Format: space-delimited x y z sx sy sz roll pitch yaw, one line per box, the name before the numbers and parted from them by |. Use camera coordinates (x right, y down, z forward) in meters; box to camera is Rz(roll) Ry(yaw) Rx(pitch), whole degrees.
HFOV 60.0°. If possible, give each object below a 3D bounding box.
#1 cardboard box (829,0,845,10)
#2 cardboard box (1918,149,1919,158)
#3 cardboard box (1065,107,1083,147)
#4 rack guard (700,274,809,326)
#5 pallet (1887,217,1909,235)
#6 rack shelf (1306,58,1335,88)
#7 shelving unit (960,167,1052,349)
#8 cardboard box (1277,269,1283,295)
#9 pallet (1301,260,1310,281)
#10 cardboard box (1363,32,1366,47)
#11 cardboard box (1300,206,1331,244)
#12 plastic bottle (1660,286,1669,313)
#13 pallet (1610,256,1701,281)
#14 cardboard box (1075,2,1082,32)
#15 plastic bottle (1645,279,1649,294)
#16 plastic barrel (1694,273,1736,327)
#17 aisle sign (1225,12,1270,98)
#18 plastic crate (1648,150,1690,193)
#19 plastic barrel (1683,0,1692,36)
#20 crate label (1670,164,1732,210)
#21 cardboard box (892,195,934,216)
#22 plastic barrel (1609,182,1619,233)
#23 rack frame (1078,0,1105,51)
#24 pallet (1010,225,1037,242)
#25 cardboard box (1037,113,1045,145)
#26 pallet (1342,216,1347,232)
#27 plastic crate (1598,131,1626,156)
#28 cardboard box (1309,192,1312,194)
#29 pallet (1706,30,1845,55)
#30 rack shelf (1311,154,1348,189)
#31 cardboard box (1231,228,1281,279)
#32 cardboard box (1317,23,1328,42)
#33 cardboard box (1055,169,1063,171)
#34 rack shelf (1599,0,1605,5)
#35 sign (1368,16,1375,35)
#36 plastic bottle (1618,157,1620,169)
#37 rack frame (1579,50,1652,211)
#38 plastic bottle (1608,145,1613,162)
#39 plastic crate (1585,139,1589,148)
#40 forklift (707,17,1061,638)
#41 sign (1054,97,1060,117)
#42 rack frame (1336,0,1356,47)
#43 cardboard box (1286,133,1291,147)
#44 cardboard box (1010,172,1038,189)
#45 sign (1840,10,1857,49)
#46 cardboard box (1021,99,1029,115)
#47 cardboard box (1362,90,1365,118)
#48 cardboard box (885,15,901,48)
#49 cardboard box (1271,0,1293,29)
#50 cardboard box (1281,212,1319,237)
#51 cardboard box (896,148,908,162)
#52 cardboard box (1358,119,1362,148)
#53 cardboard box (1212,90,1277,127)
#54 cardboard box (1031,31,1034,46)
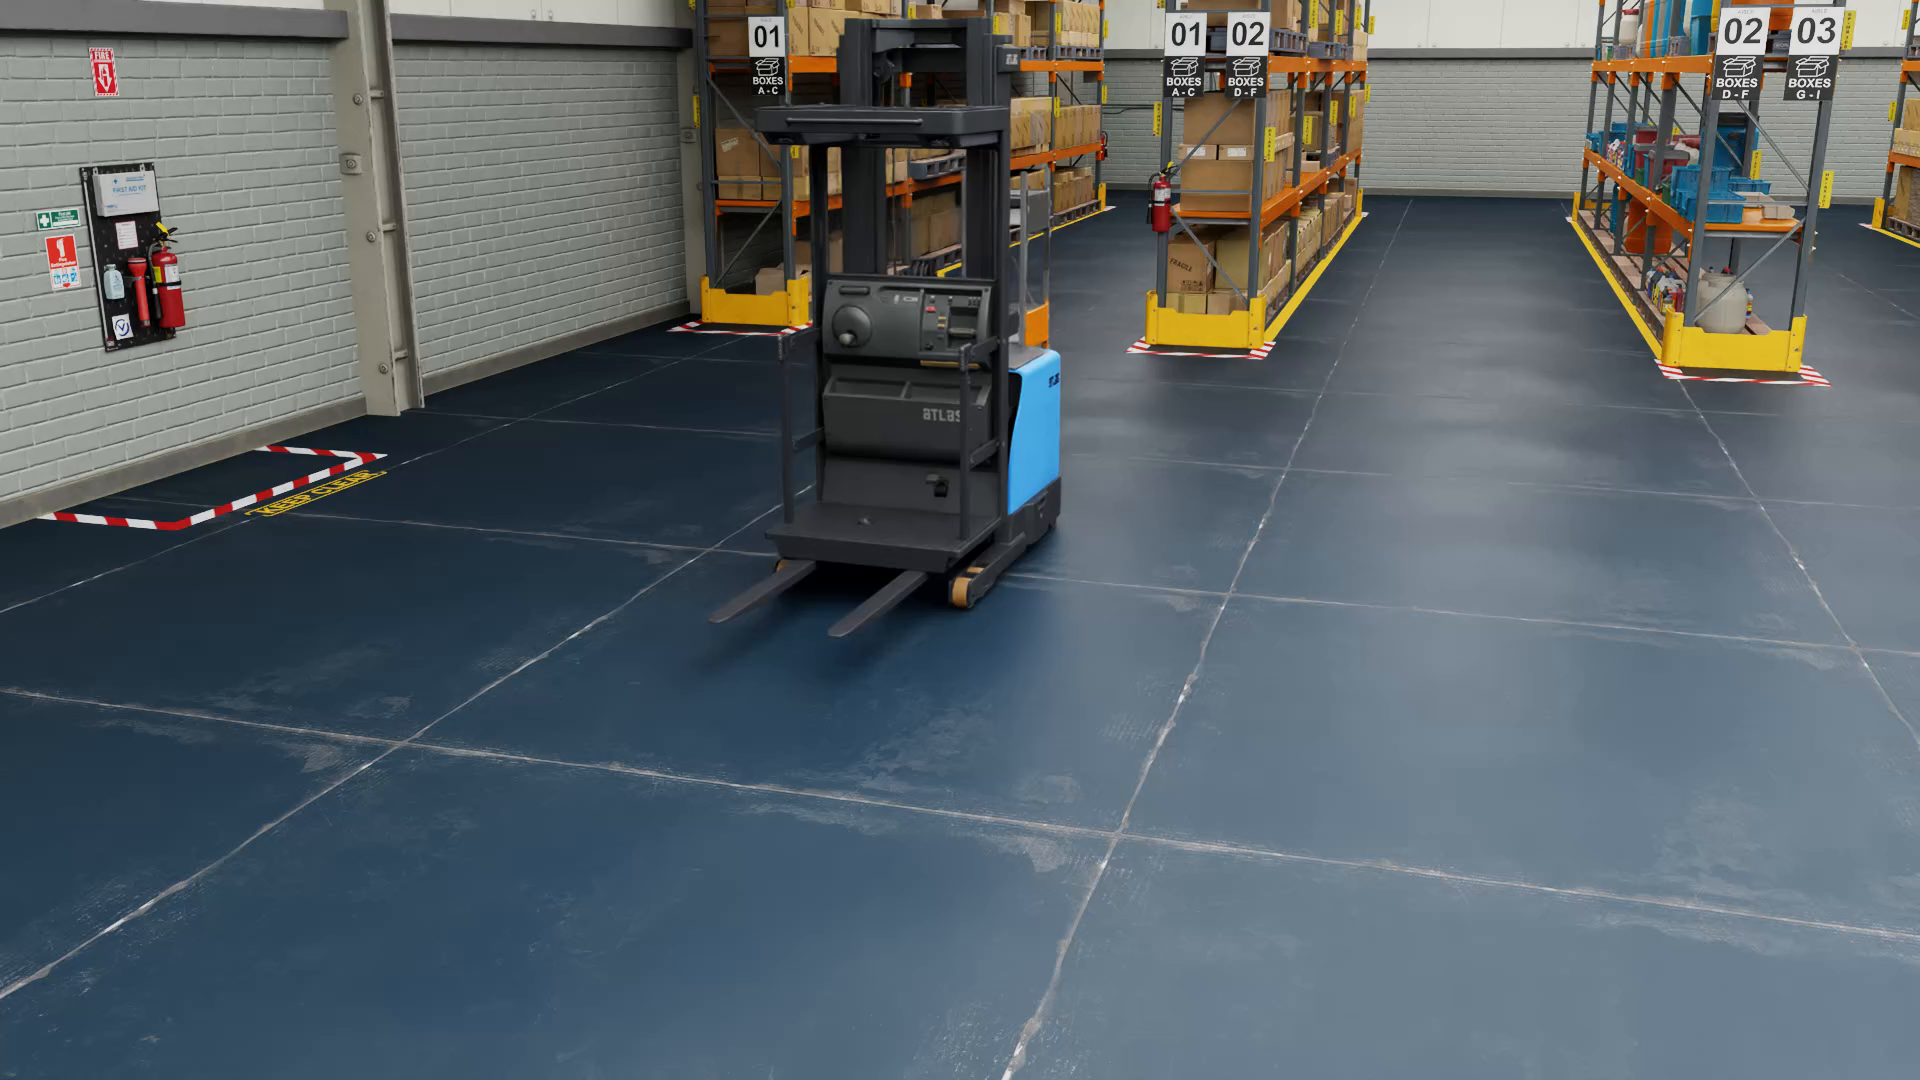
cardboard box | -1.604 -6.145 18.447 0.500 0.500 0.500 5 17 17
cardboard box | 15.596 -6.193 26.627 0.380 0.149 0.250 5 17 17
cardboard box | 1.718 -7.625 30.665 0.980 0.700 0.700 4 16 13
rack guard | -2.251 -2.636 18.207 1.175 0.500 0.348 5 16 16
pallet | 16.370 -5.296 28.113 1.003 0.211 1.213 5 16 16
rack shelf | 4.183 -6.102 21.668 1.077 0.370 4.000 5 16 16
shelving unit | 0.283 -1.232 10.325 0.431 2.100 0.503 5 17 19
cardboard box | 3.413 -2.961 19.041 0.500 0.250 0.500 5 16 16
pallet | 4.132 -3.657 22.334 1.003 0.211 1.213 5 16 16
cardboard box | 6.982 -8.948 29.741 0.500 0.250 0.500 5 16 16
cardboard box | 5.155 -4.635 24.447 0.500 0.500 0.500 5 17 18
plastic bottle | 7.344 -2.502 17.325 0.061 0.283 0.133 5 17 17
pallet | 9.242 -3.602 22.143 1.003 0.211 1.213 5 16 16
cardboard box | 1.885 -9.369 29.816 0.500 0.500 0.500 5 17 16
plastic bottle | 7.823 -2.886 18.831 0.097 0.201 0.097 0 16 0
plastic barrel | 7.482 -2.365 16.460 0.421 0.512 0.421 0 16 0
aisle sign | 2.753 -4.645 15.946 0.394 0.787 0.004 5 16 16
plastic crate | 8.207 -4.278 19.298 0.402 0.464 0.583 5 16 16
plastic barrel | 8.052 -5.698 17.951 0.421 0.512 0.421 0 16 0
crate label | 7.490 -3.570 16.854 0.502 0.435 0.616 5 16 16
cardboard box | -0.676 -4.681 23.236 0.500 0.250 0.500 4 16 14
plastic barrel | 10.466 -5.242 25.888 0.600 0.901 0.708 5 16 16
rack frame | 2.275 -10.891 31.735 1.000 3.000 0.127 5 16 16
pallet | 0.646 -5.089 27.384 1.003 0.211 1.213 5 16 16
cardboard box | 1.113 -6.885 27.840 0.500 0.500 0.500 5 17 16
pallet | 6.085 -5.413 28.527 1.003 0.211 1.213 5 16 16
plastic crate | 10.442 -6.360 26.674 0.392 0.384 0.575 5 16 16
cardboard box | 5.517 -5.477 27.415 0.500 0.500 0.500 4 16 13
pallet | 7.555 -4.612 15.440 1.003 0.211 1.213 5 16 16
rack shelf | 5.320 -5.706 25.767 1.077 0.370 4.000 5 16 16
cardboard box | 3.273 -3.191 18.477 0.500 0.500 0.500 5 16 16
cardboard box | 4.843 -7.137 23.813 0.910 0.500 0.500 5 16 16
cardboard box | 1.729 -6.909 31.313 0.380 0.149 0.250 5 17 17
rack shelf | 11.205 -9.061 27.335 1.077 0.370 4.000 5 16 16
sign | 7.552 -9.442 30.503 0.100 0.325 0.005 5 16 16
plastic bottle | 9.460 -5.403 23.746 0.097 0.201 0.097 0 16 0
rack frame | 11.773 -7.236 29.845 1.000 3.000 0.127 5 16 16
plastic bottle | 9.976 -5.913 25.414 0.097 0.271 0.097 0 16 0
plastic crate | 11.217 -7.022 29.462 0.250 0.136 0.298 5 16 16
forklift | -0.355 -1.180 8.618 1.130 2.935 3.031 5 17 19
sign | 1.661 -7.438 28.578 0.100 0.325 0.005 5 16 16
rack frame | 5.888 -9.461 26.695 1.000 3.000 0.127 5 16 16
cardboard box | 3.671 -4.690 19.495 0.380 0.149 0.250 4 16 15
cardboard box | 0.828 -5.713 27.645 0.750 0.750 0.750 5 17 18
sign | 7.752 -4.454 14.522 0.100 0.325 0.005 5 16 16
cardboard box | 0.807 -6.978 26.795 0.500 0.250 0.500 4 16 15
cardboard box | 7.162 -8.013 30.567 0.500 0.500 0.500 4 16 15
cardboard box | -1.043 -6.214 20.524 0.500 0.500 0.500 5 17 17
cardboard box | 3.212 -5.609 17.403 0.500 0.500 0.500 5 16 16
cardboard box | 4.698 -4.385 23.034 0.500 0.311 0.500 4 16 15
cardboard box | -0.973 -5.016 20.880 0.500 0.500 0.500 5 16 16
cardboard box | 7.015 -7.395 30.222 0.500 0.500 0.500 5 17 16
cardboard box | 3.067 -4.644 18.144 0.700 0.500 0.500 5 16 16
cardboard box | 1.108 -8.777 29.100 0.500 0.250 0.500 5 17 16
